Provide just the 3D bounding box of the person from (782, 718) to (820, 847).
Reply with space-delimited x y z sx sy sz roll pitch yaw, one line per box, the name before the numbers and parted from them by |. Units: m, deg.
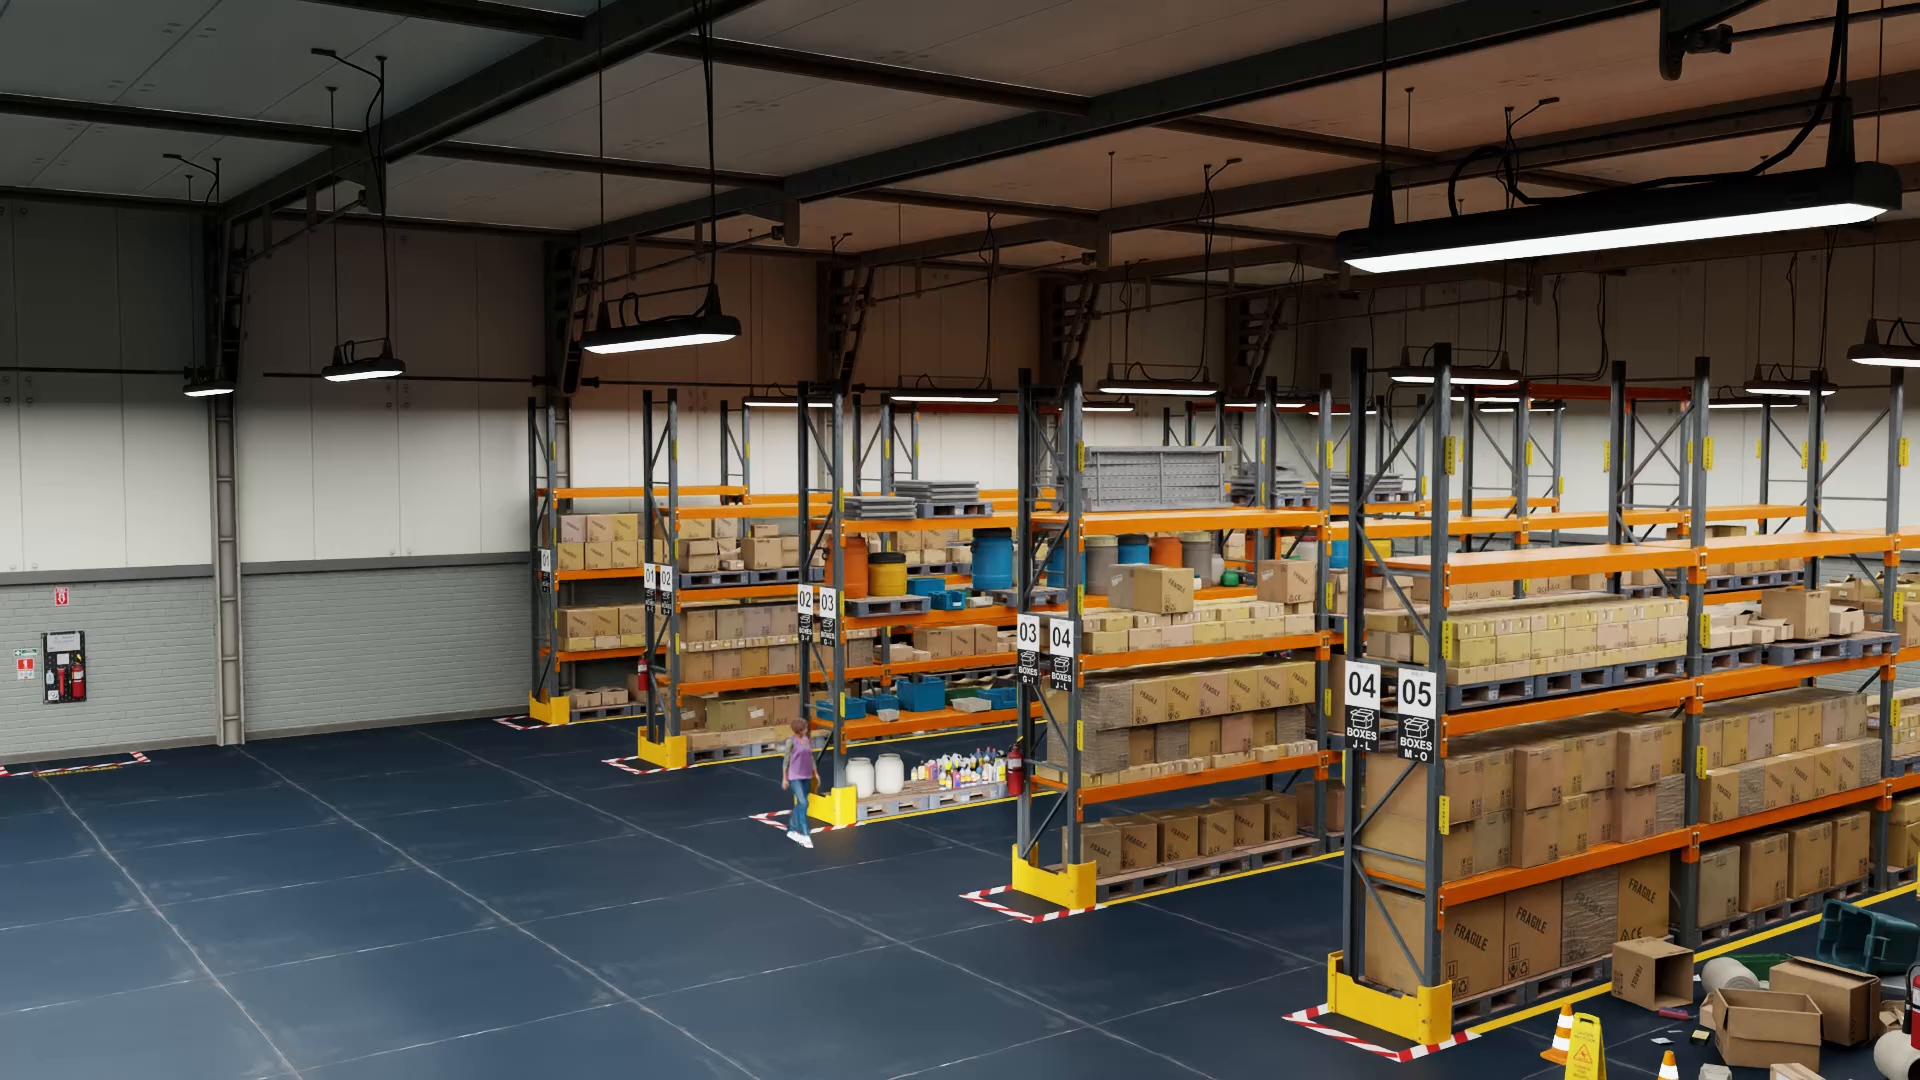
person | -2.018 3.107 21.469 0.556 1.613 0.440 2 4 35
